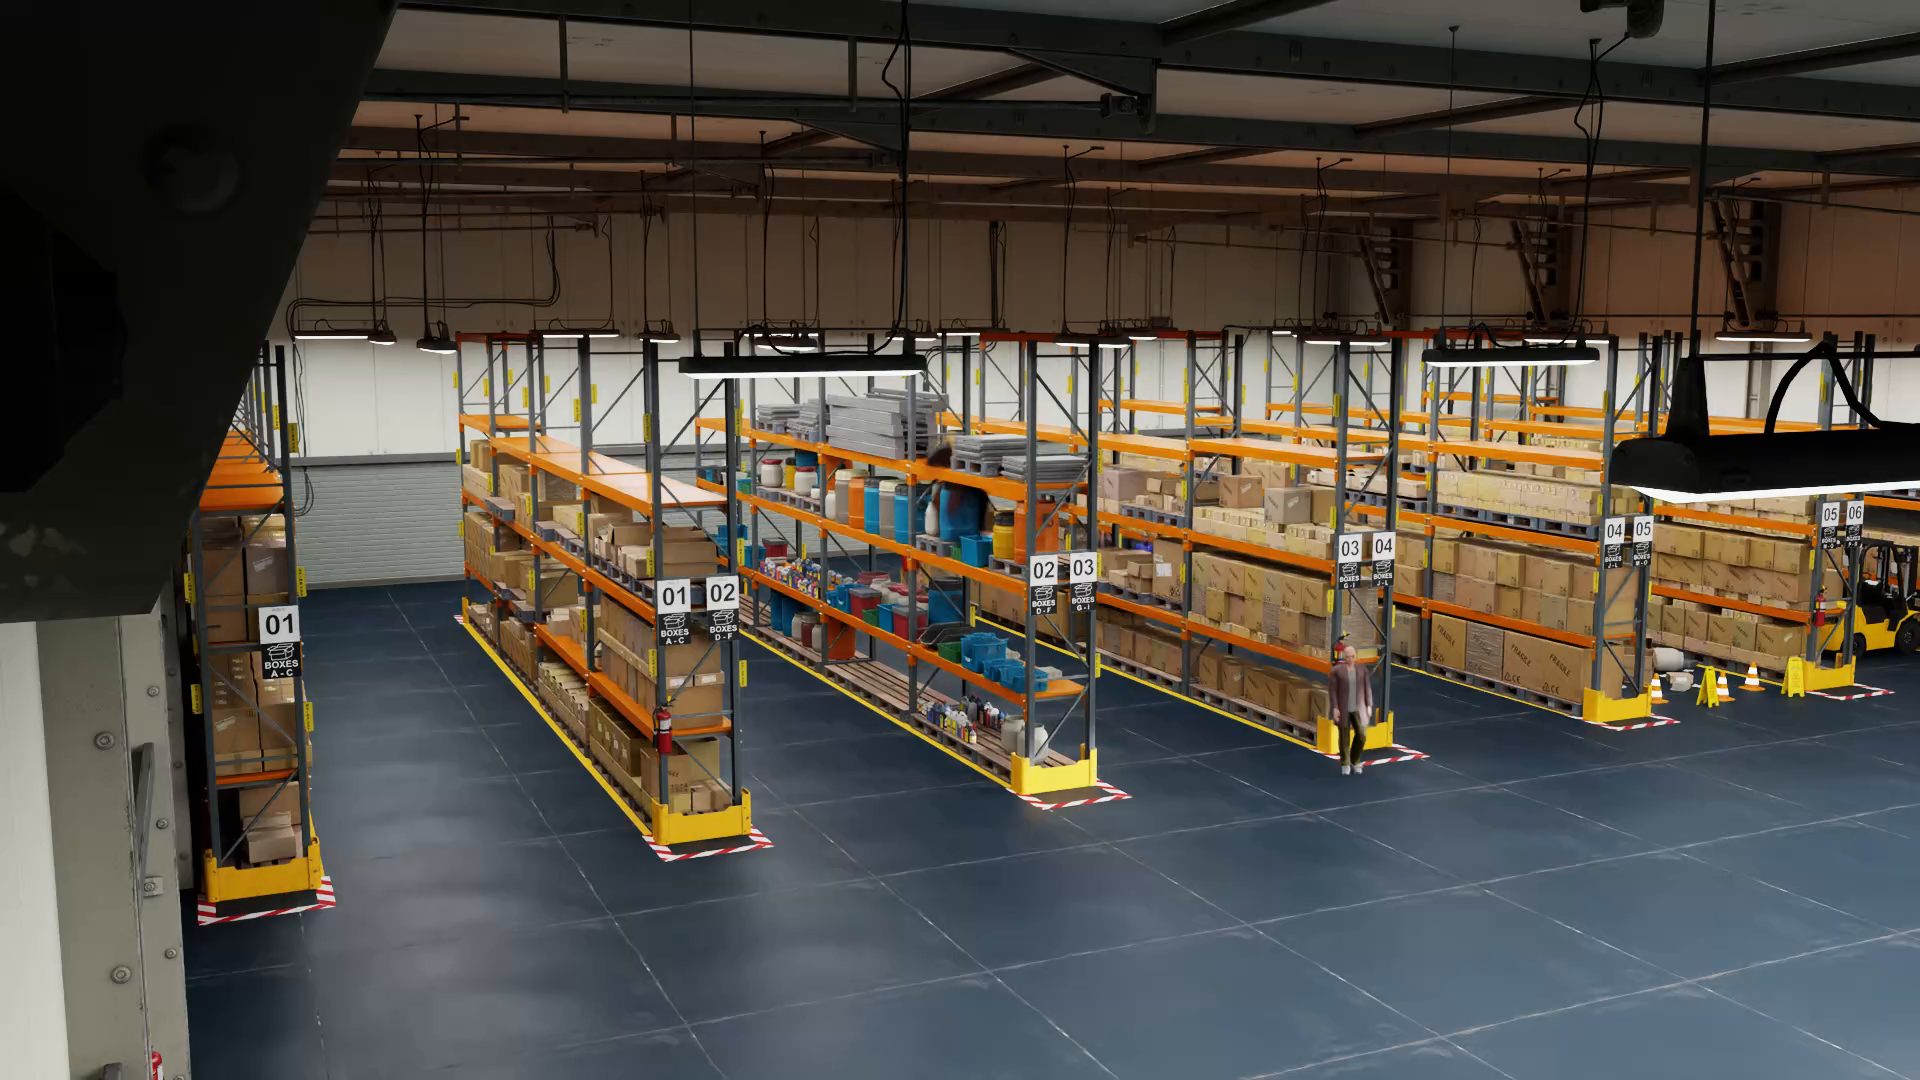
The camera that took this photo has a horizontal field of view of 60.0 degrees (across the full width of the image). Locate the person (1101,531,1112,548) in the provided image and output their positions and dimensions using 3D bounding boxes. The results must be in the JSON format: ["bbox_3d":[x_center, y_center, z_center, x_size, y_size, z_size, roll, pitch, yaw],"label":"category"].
[{"bbox_3d":[3.821,-0.350,43.380,0.459,1.654,0.593,4,9,28],"label":"person"}]

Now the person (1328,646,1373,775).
[{"bbox_3d":[5.411,2.359,23.046,0.624,1.810,0.442,0,8,-1],"label":"person"}]

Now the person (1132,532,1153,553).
[{"bbox_3d":[4.065,0.626,36.153,0.561,1.609,1.028,-3,8,-22],"label":"person"}]

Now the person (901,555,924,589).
[{"bbox_3d":[-1.007,0.787,34.743,0.559,1.732,0.392,7,10,40],"label":"person"}]
